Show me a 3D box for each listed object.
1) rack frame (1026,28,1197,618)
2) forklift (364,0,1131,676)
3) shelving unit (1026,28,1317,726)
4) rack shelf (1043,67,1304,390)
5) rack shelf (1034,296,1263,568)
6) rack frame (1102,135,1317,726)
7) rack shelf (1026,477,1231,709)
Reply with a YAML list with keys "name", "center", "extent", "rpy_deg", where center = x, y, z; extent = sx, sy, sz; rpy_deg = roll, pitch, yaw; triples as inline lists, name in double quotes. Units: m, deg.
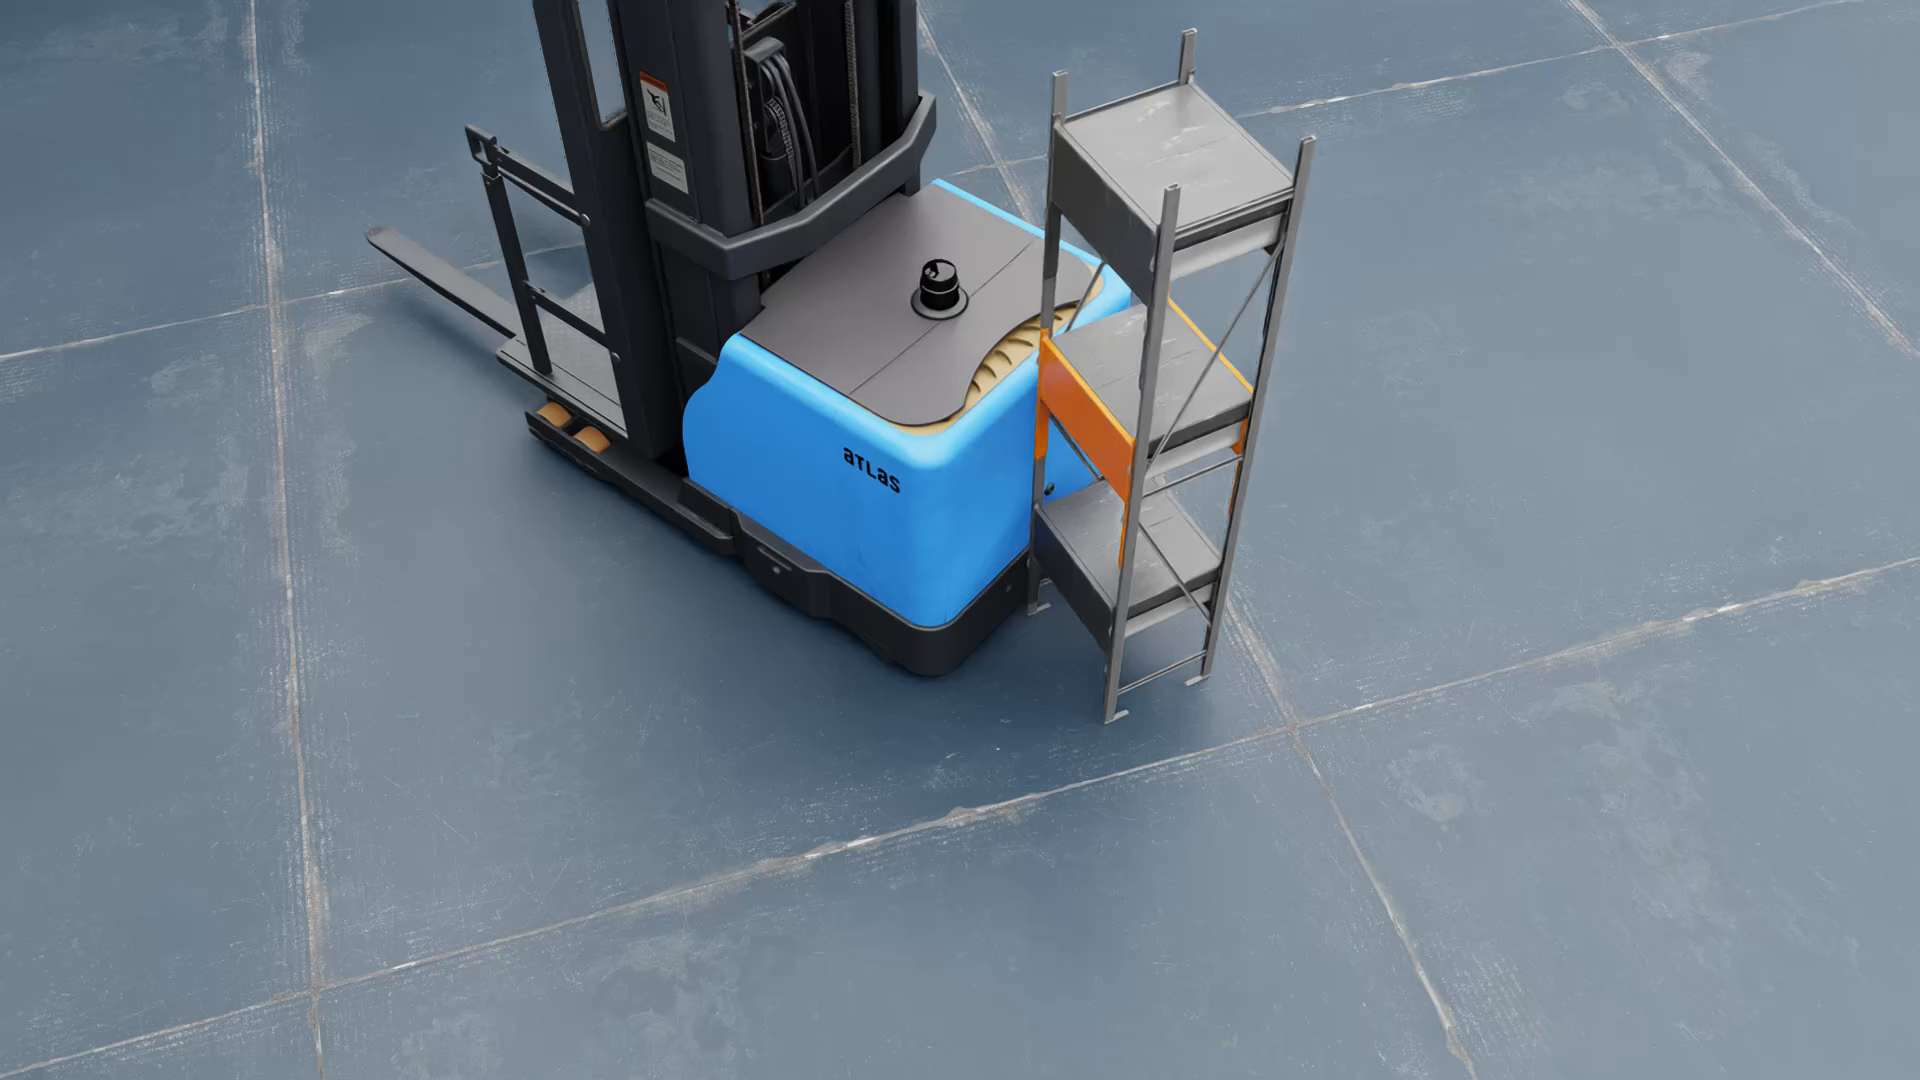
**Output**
- name: "rack frame"
  center: [0.399, -0.496, 4.794]
  extent: [0.400, 2.100, 0.015]
  rpy_deg: [-22, 53, -18]
- name: "forklift"
  center: [-0.930, -1.470, 5.072]
  extent: [3.031, 2.935, 1.130]
  rpy_deg: [32, 57, 24]
- name: "shelving unit"
  center: [0.514, -0.331, 4.656]
  extent: [0.431, 2.100, 0.503]
  rpy_deg: [-22, 53, -18]
- name: "rack shelf"
  center: [0.514, -0.774, 4.131]
  extent: [0.431, 0.518, 0.480]
  rpy_deg: [-22, 53, -18]
- name: "rack shelf"
  center: [0.514, -0.323, 4.666]
  extent: [0.431, 0.518, 0.480]
  rpy_deg: [-22, 53, -18]
- name: "rack frame"
  center: [0.630, -0.167, 4.517]
  extent: [0.400, 2.100, 0.015]
  rpy_deg: [-22, 53, -18]
- name: "rack shelf"
  center: [0.514, 0.129, 5.202]
  extent: [0.431, 0.518, 0.480]
  rpy_deg: [-22, 53, -18]
